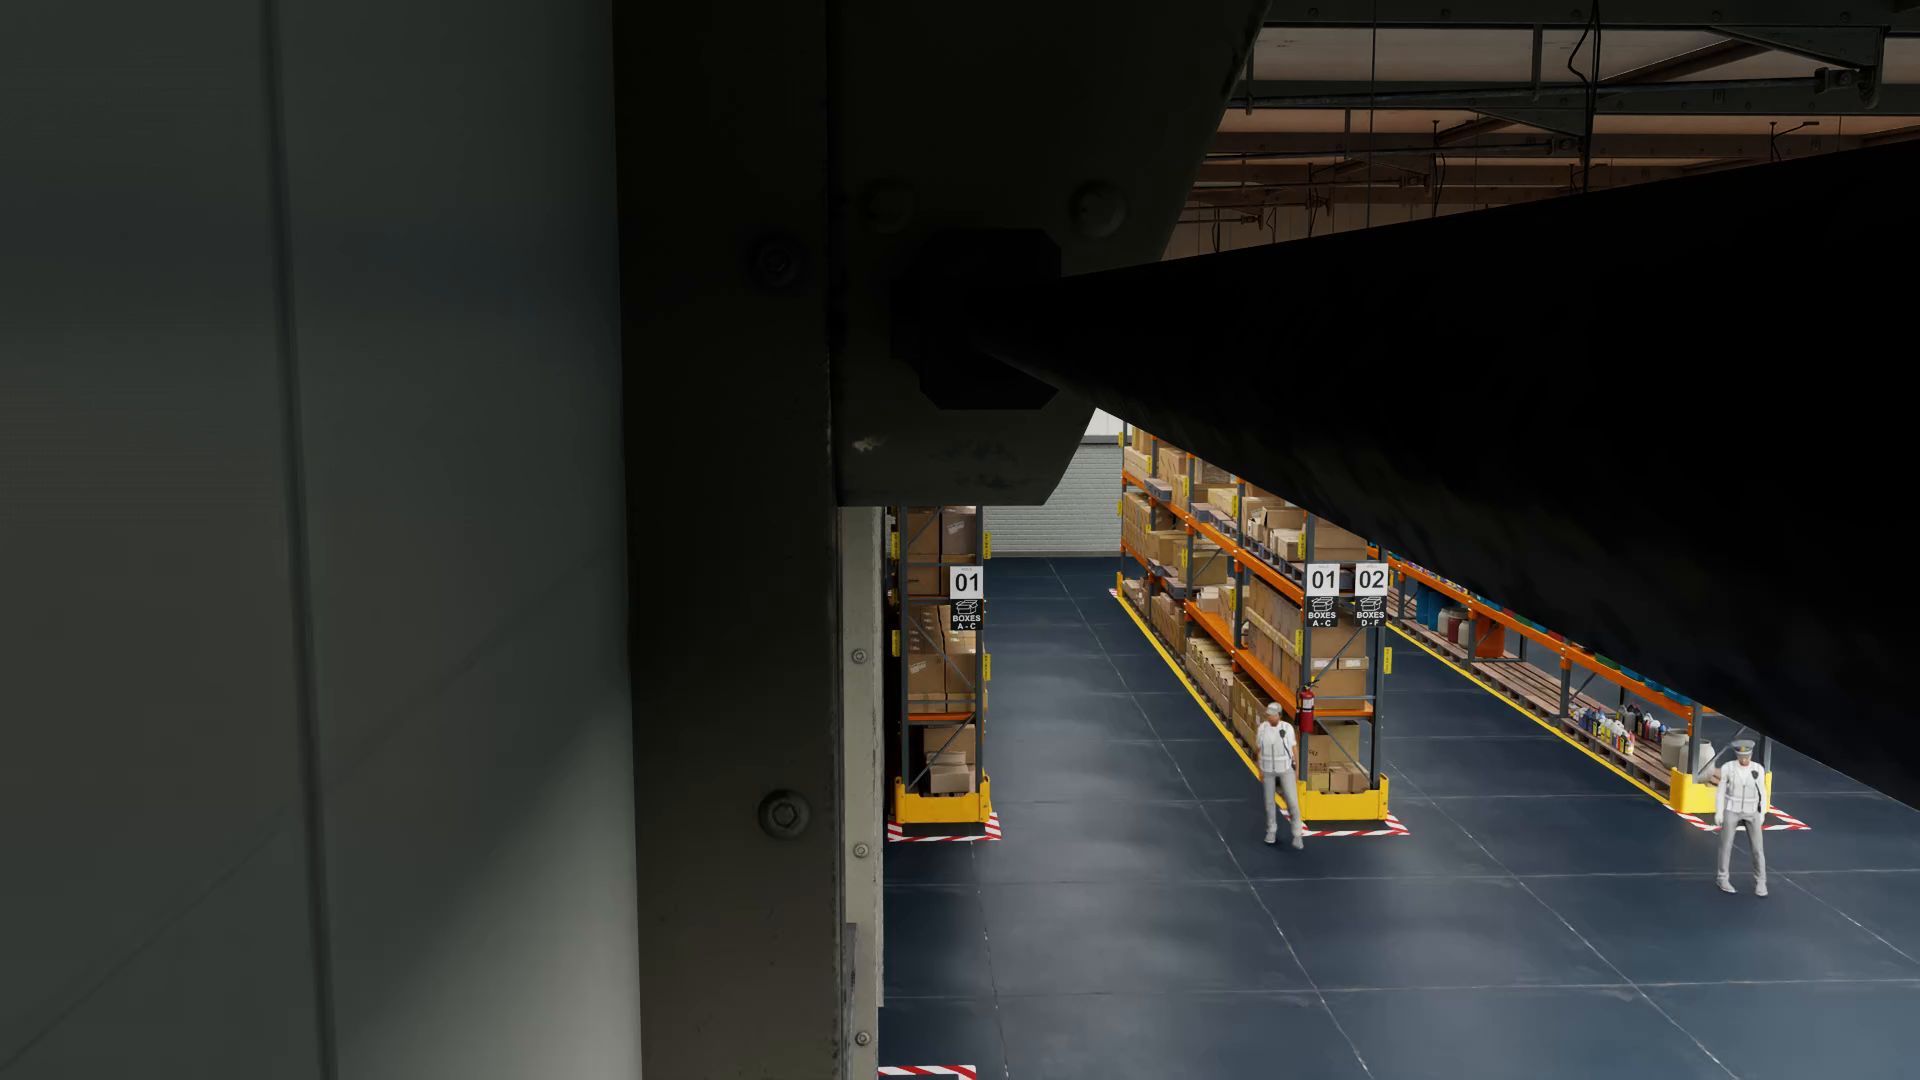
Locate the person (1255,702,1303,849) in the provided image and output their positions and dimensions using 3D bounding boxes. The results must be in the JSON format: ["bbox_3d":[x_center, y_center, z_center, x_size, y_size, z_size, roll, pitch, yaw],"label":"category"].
[{"bbox_3d":[3.789,2.761,19.683,0.631,1.686,0.440,3,9,20],"label":"person"}]

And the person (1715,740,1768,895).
[{"bbox_3d":[8.501,2.983,18.042,0.562,1.666,0.372,3,8,19],"label":"person"}]
